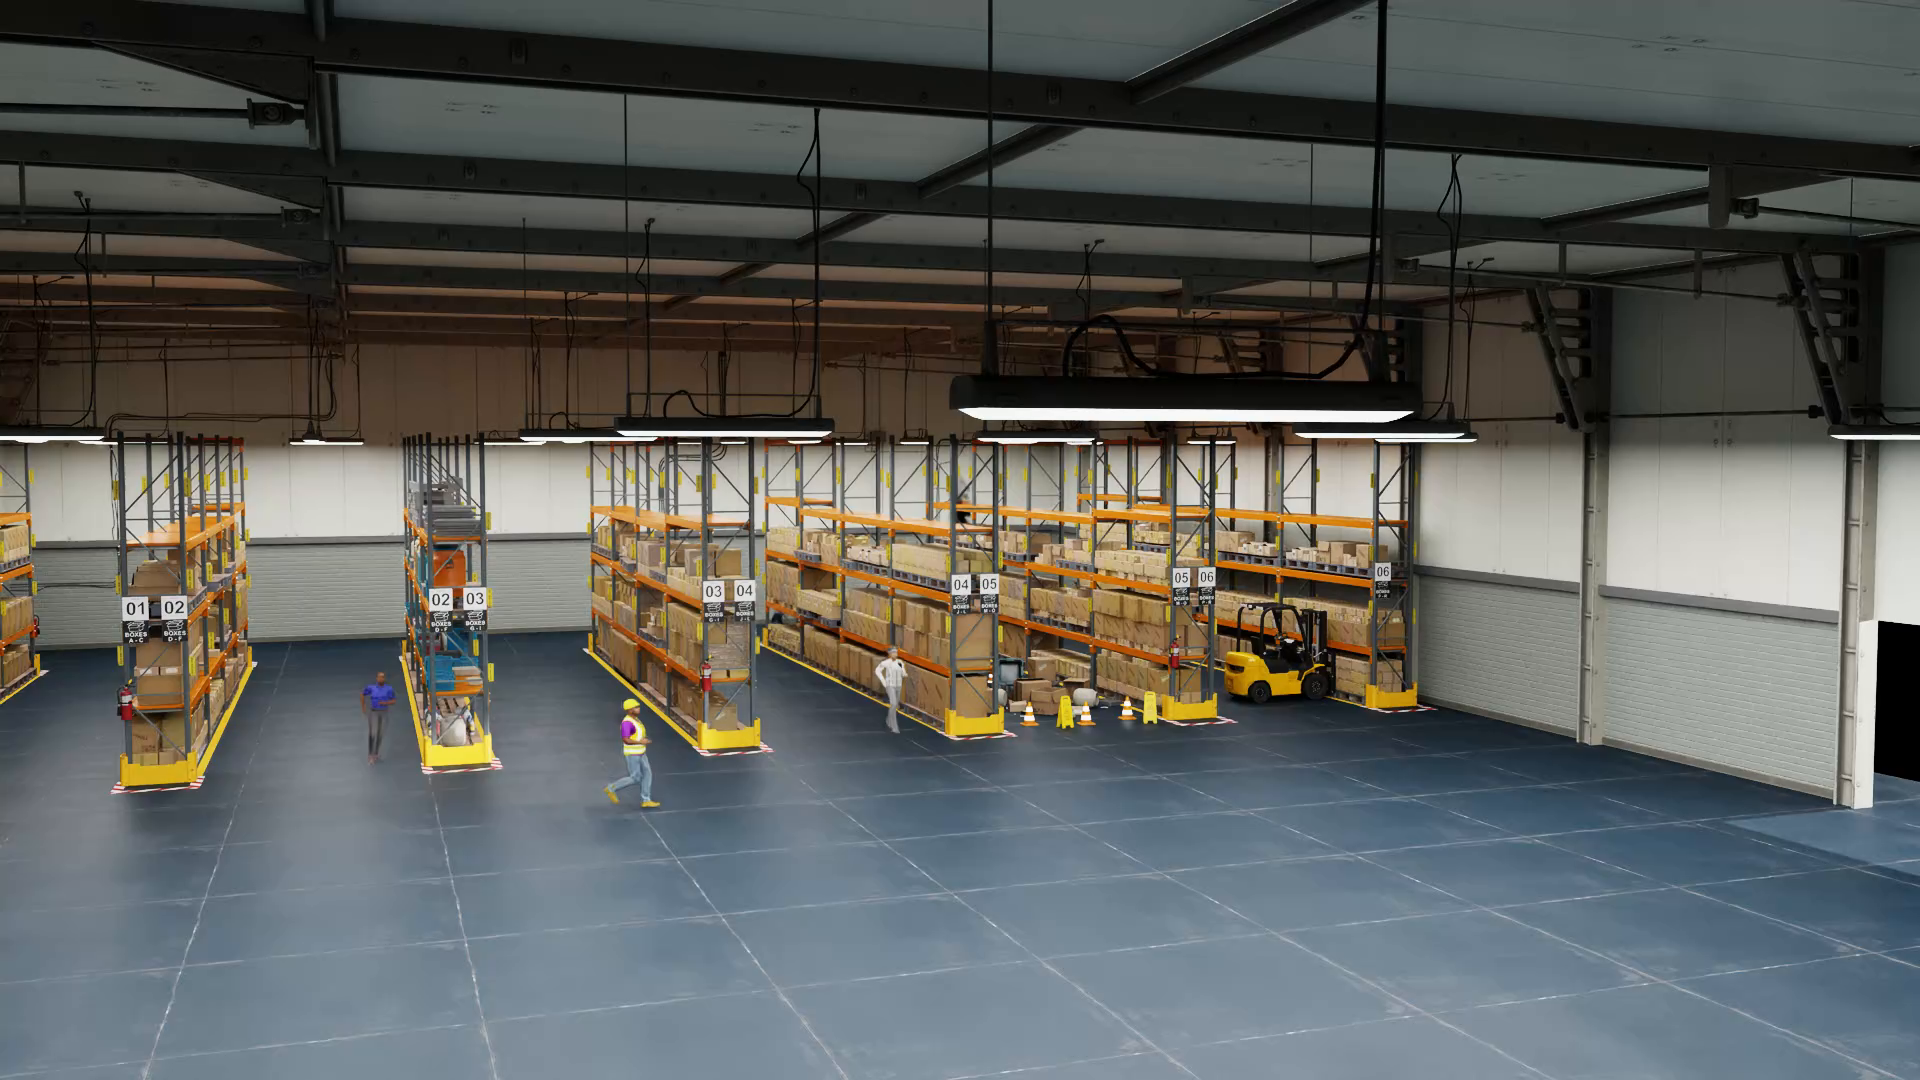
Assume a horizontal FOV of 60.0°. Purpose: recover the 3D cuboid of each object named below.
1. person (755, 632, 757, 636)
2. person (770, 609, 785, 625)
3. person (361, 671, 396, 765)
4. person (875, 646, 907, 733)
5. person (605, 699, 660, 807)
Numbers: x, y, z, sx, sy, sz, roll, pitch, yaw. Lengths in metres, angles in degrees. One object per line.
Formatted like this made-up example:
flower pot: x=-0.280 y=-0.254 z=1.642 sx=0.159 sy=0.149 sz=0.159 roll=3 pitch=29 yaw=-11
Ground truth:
person: x=-6.280 y=2.160 z=49.175 sx=0.847 sy=1.778 sz=0.771 roll=-3 pitch=4 yaw=-41
person: x=-5.426 y=2.192 z=49.682 sx=0.674 sy=1.603 sz=0.589 roll=-1 pitch=3 yaw=-15
person: x=-10.594 y=3.237 z=30.346 sx=0.572 sy=1.665 sz=0.671 roll=-2 pitch=4 yaw=-28
person: x=-1.351 y=3.009 z=33.638 sx=0.594 sy=1.752 sz=0.715 roll=-2 pitch=4 yaw=-32
person: x=-5.194 y=3.388 z=26.401 sx=0.864 sy=1.741 sz=0.714 roll=0 pitch=3 yaw=3
